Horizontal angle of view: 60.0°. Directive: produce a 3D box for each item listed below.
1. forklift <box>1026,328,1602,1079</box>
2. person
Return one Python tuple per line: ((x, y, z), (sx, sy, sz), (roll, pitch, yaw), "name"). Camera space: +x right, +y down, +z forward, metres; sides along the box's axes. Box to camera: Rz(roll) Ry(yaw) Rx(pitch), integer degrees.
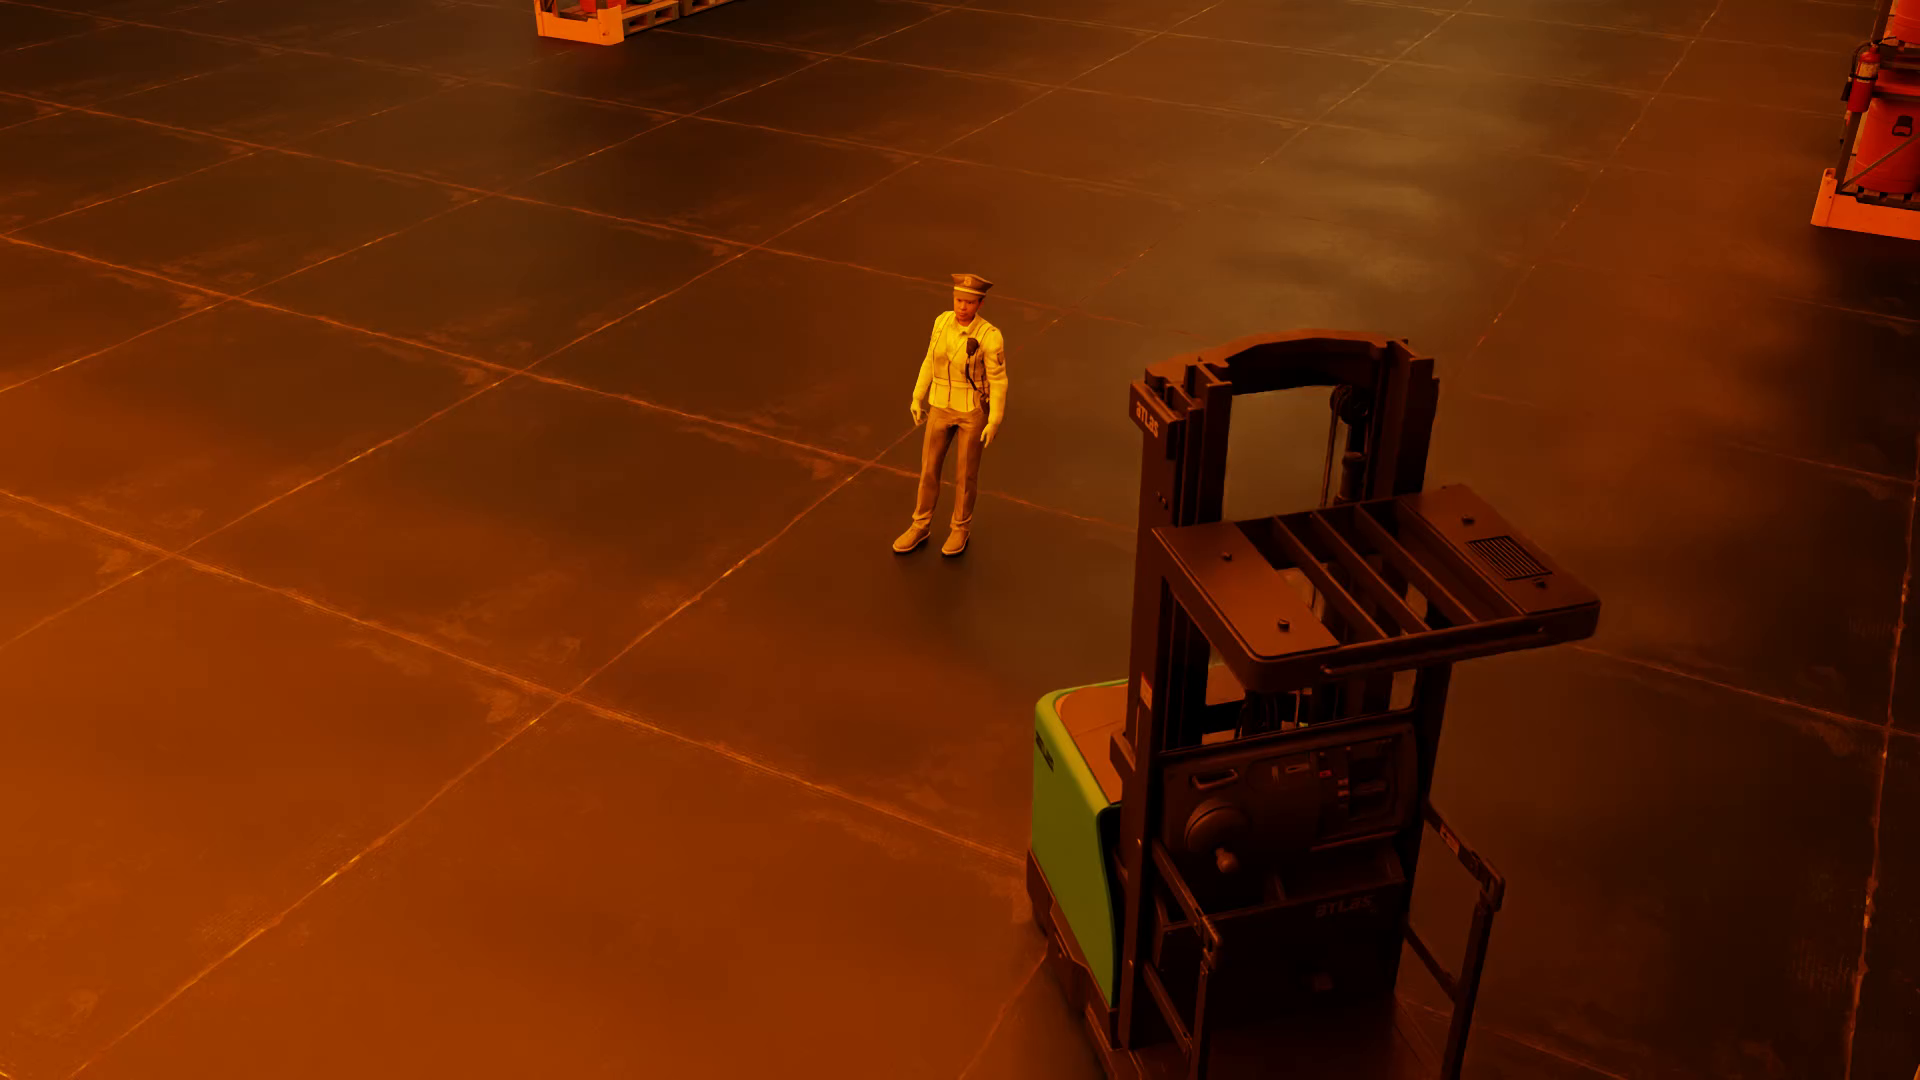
((1.188, 0.924, 5.470), (1.130, 2.935, 3.031), (-8, 31, -14), "forklift")
((-0.039, -0.712, 9.526), (0.587, 1.695, 0.531), (15, 33, 25), "person")
